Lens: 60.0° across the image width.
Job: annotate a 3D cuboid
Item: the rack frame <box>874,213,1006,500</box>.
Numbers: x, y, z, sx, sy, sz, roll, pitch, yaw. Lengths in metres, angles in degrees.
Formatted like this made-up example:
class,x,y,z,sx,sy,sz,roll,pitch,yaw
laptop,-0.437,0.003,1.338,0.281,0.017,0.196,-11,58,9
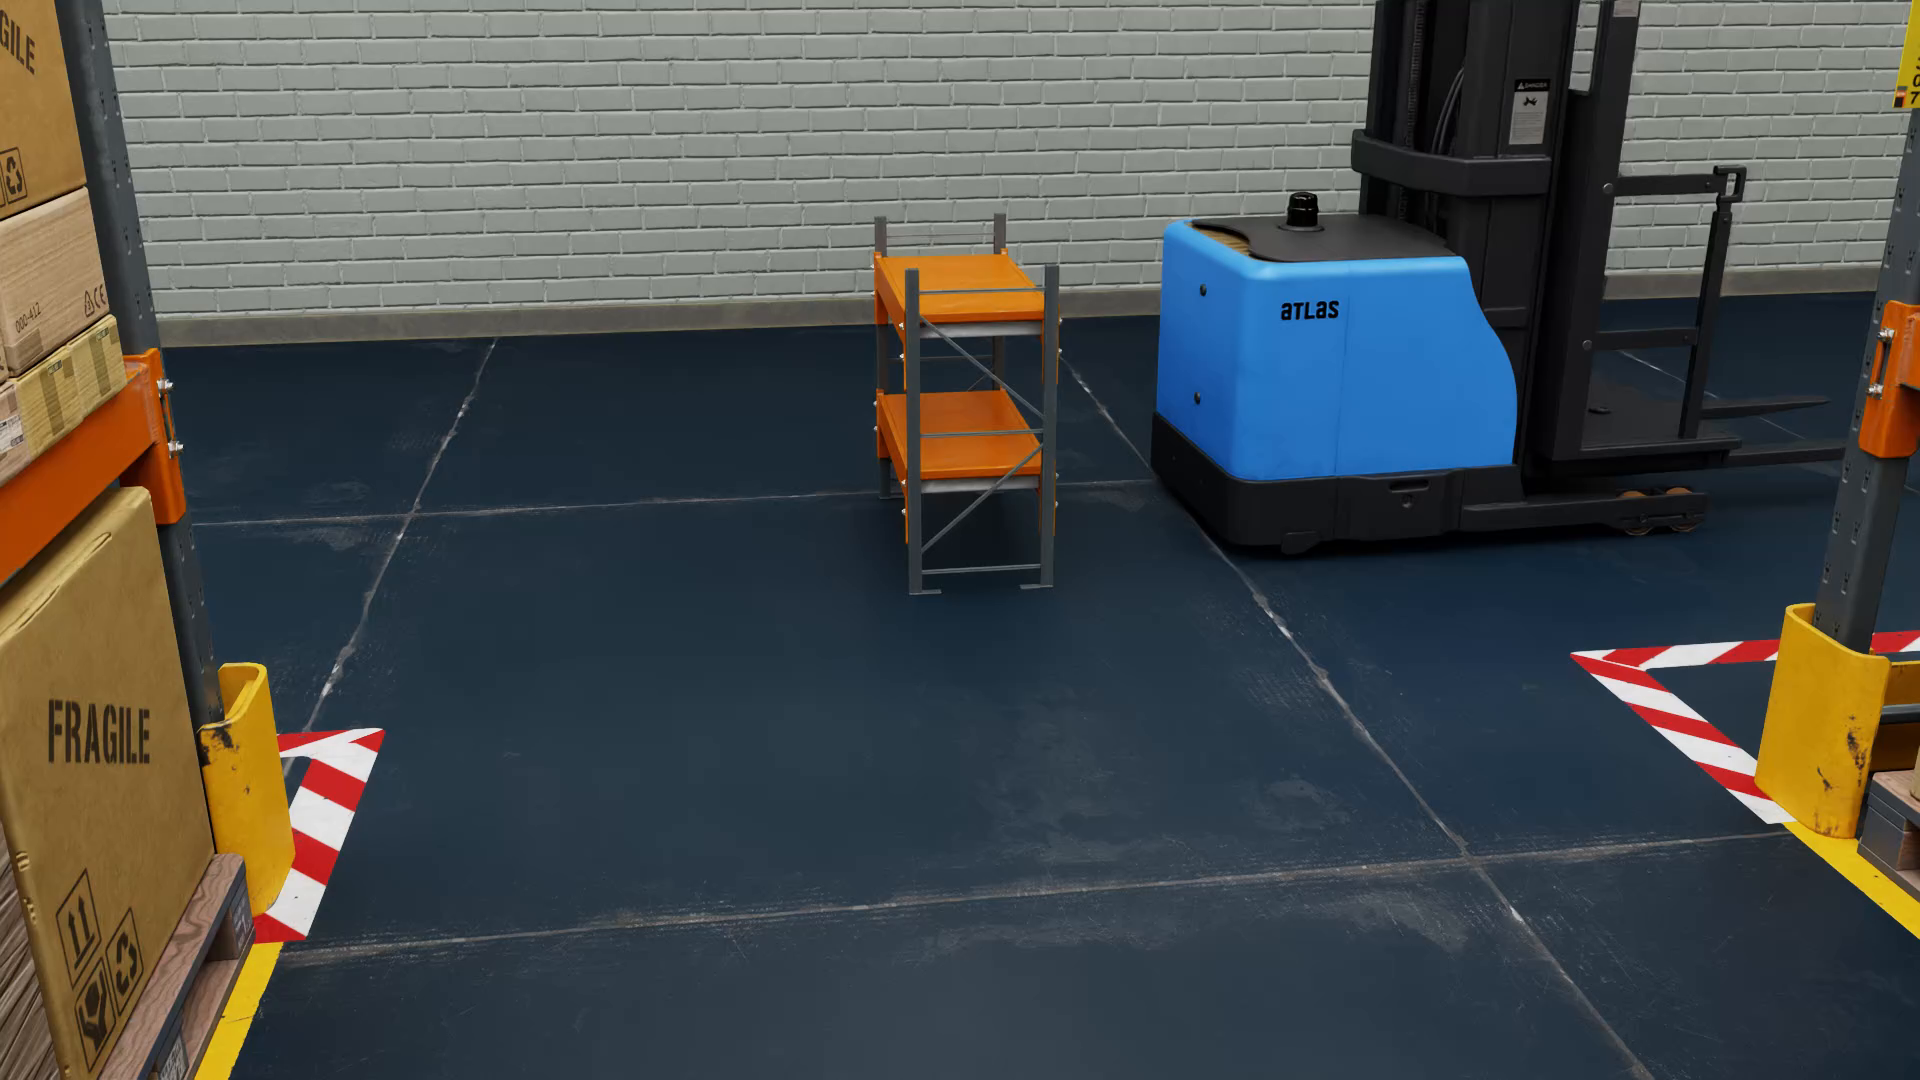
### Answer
class,x,y,z,sx,sy,sz,roll,pitch,yaw
rack frame,-0.074,-0.705,6.497,0.500,1.125,0.032,-3,21,-8

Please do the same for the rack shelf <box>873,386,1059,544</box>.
class,x,y,z,sx,sy,sz,roll,pitch,yaw
rack shelf,-0.001,-0.300,6.111,0.538,0.278,1.000,-3,21,-8

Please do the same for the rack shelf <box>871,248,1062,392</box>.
class,x,y,z,sx,sy,sz,roll,pitch,yaw
rack shelf,-0.001,-0.803,5.923,0.538,0.278,1.000,-3,21,-8

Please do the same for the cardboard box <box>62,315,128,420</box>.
class,x,y,z,sx,sy,sz,roll,pitch,yaw
cardboard box,-1.830,-0.323,3.154,0.380,0.149,0.250,-3,21,-7

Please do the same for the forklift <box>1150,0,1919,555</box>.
class,x,y,z,sx,sy,sz,roll,pitch,yaw
forklift,2.351,-1.565,6.216,3.031,2.935,1.130,-4,21,-11

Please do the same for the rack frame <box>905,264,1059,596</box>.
class,x,y,z,sx,sy,sz,roll,pitch,yaw
rack frame,0.072,-0.353,5.554,0.500,1.125,0.032,-3,21,-8

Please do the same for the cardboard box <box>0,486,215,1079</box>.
class,x,y,z,sx,sy,sz,roll,pitch,yaw
cardboard box,-2.036,0.469,3.111,0.875,0.875,0.875,-3,21,-8

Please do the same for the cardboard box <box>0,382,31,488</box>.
class,x,y,z,sx,sy,sz,roll,pitch,yaw
cardboard box,-1.756,-0.146,2.679,0.380,0.149,0.250,-3,21,-8

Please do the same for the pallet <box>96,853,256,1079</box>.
class,x,y,z,sx,sy,sz,roll,pitch,yaw
pallet,-2.014,1.032,3.152,1.003,0.211,1.213,-3,21,-8

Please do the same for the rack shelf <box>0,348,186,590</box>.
class,x,y,z,sx,sy,sz,roll,pitch,yaw
rack shelf,-1.919,0.482,1.667,1.077,0.370,4.000,-3,21,-8

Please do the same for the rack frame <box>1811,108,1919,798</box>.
class,x,y,z,sx,sy,sz,roll,pitch,yaw
rack frame,2.716,-0.763,3.971,1.000,3.000,0.127,-3,21,-8

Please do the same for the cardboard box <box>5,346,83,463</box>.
class,x,y,z,sx,sy,sz,roll,pitch,yaw
cardboard box,-1.791,-0.233,2.913,0.380,0.149,0.250,-3,21,-7

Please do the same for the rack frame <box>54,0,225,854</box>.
class,x,y,z,sx,sy,sz,roll,pitch,yaw
rack frame,-2.207,-0.548,3.395,1.000,3.000,0.127,-3,21,-8

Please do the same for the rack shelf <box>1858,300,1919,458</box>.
class,x,y,z,sx,sy,sz,roll,pitch,yaw
rack shelf,3.004,0.267,2.243,1.077,0.370,4.000,-3,21,-8

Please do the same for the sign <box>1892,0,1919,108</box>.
class,x,y,z,sx,sy,sz,roll,pitch,yaw
sign,2.179,-1.141,3.746,0.100,0.325,0.005,-3,21,-8

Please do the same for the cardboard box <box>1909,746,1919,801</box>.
class,x,y,z,sx,sy,sz,roll,pitch,yaw
cardboard box,2.474,0.574,3.868,0.380,0.149,0.250,-2,21,-7

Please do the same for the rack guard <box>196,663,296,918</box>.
class,x,y,z,sx,sy,sz,roll,pitch,yaw
rack guard,-2.211,0.615,3.855,1.175,0.500,0.348,-3,21,-8

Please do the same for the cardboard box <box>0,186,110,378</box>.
class,x,y,z,sx,sy,sz,roll,pitch,yaw
cardboard box,-1.875,-0.462,2.956,0.500,0.250,0.500,-3,21,-9

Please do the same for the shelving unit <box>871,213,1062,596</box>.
class,x,y,z,sx,sy,sz,roll,pitch,yaw
shelving unit,-0.001,-0.529,6.026,0.538,1.125,1.048,-3,21,-8

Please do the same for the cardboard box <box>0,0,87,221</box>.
class,x,y,z,sx,sy,sz,roll,pitch,yaw
cardboard box,-1.877,-0.813,2.822,0.500,0.500,0.500,-3,21,-7

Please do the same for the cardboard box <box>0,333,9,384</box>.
class,x,y,z,sx,sy,sz,roll,pitch,yaw
cardboard box,-1.802,-0.287,2.486,0.500,0.250,0.500,-3,21,-9

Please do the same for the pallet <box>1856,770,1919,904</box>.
class,x,y,z,sx,sy,sz,roll,pitch,yaw
pallet,2.809,0.853,3.631,1.003,0.211,1.213,-3,21,-8

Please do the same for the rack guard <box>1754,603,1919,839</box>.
class,x,y,z,sx,sy,sz,roll,pitch,yaw
rack guard,2.727,0.435,4.338,1.175,0.500,0.348,-3,21,-8
